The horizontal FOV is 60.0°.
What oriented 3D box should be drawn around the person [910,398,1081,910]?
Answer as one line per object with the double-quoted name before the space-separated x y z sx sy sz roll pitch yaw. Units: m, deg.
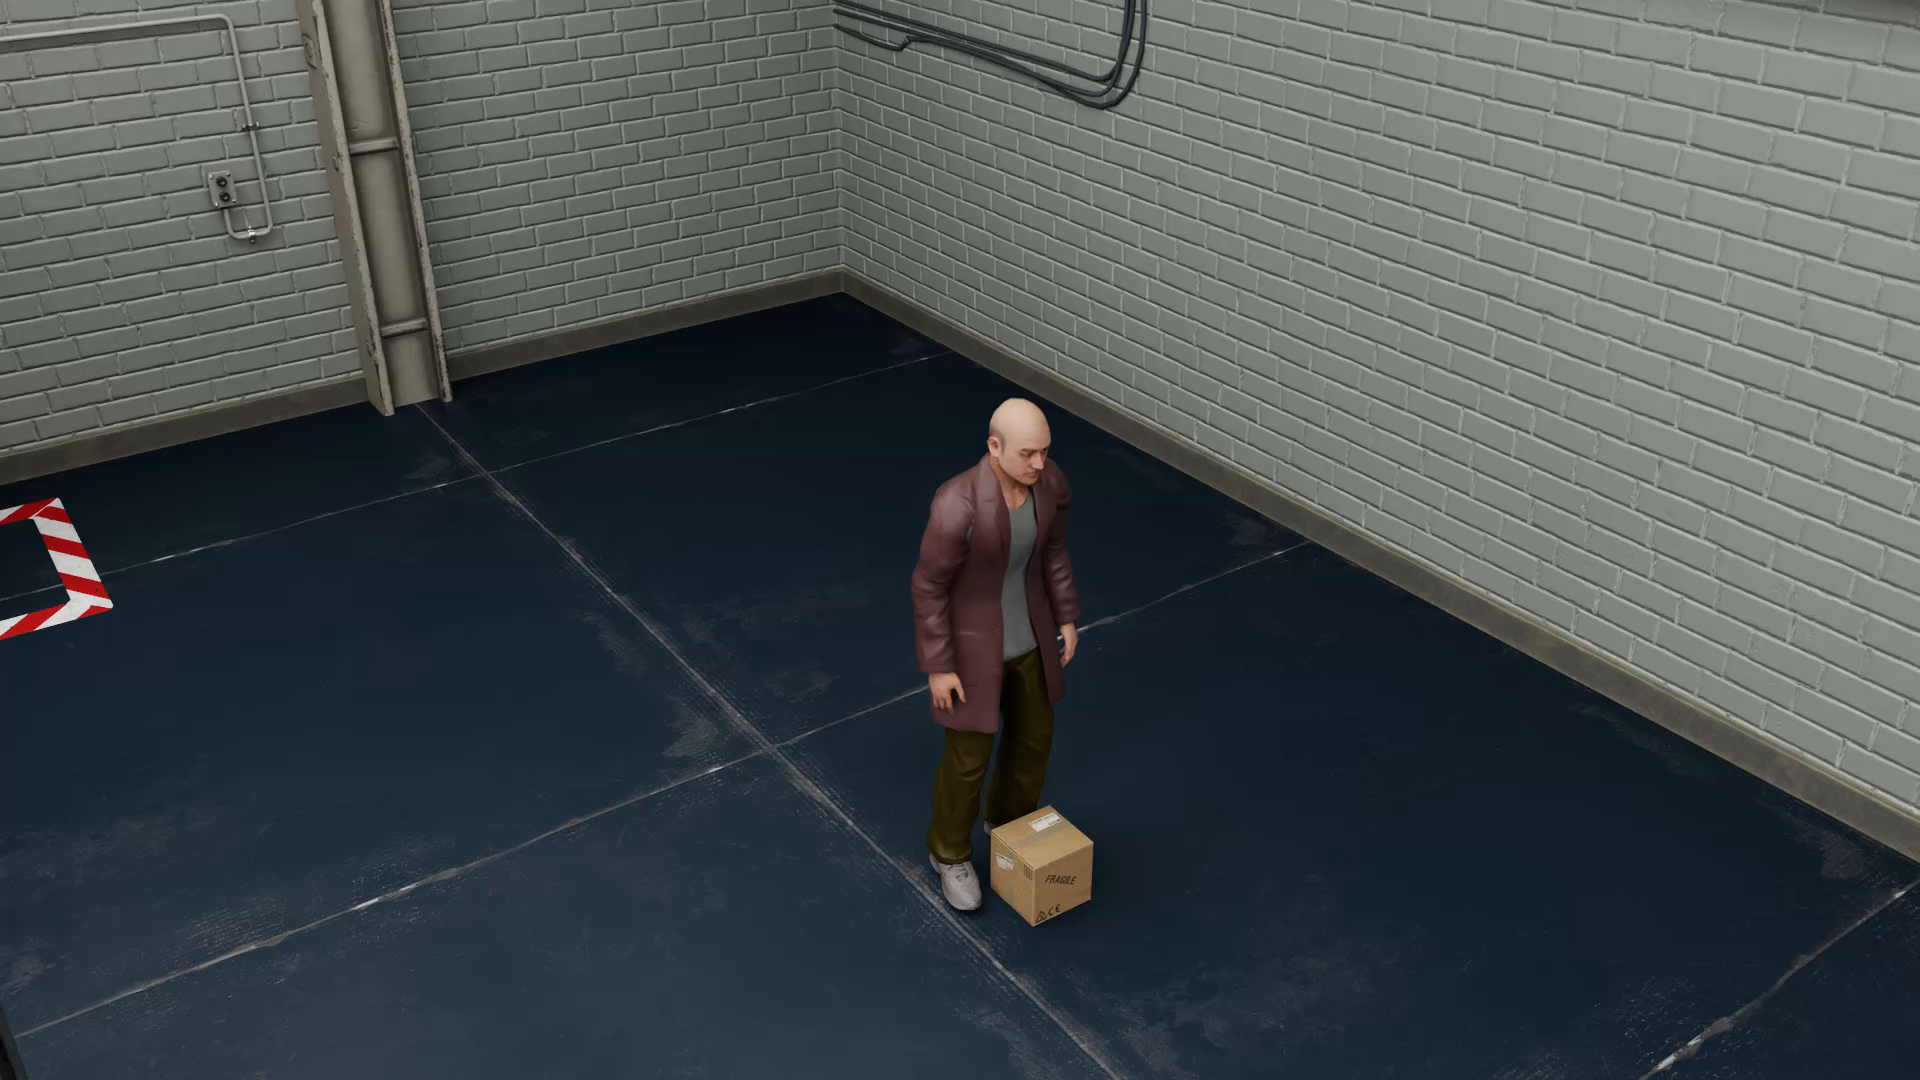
"person" 0.132 0.346 5.495 0.653 1.774 0.416 -19 34 -32
